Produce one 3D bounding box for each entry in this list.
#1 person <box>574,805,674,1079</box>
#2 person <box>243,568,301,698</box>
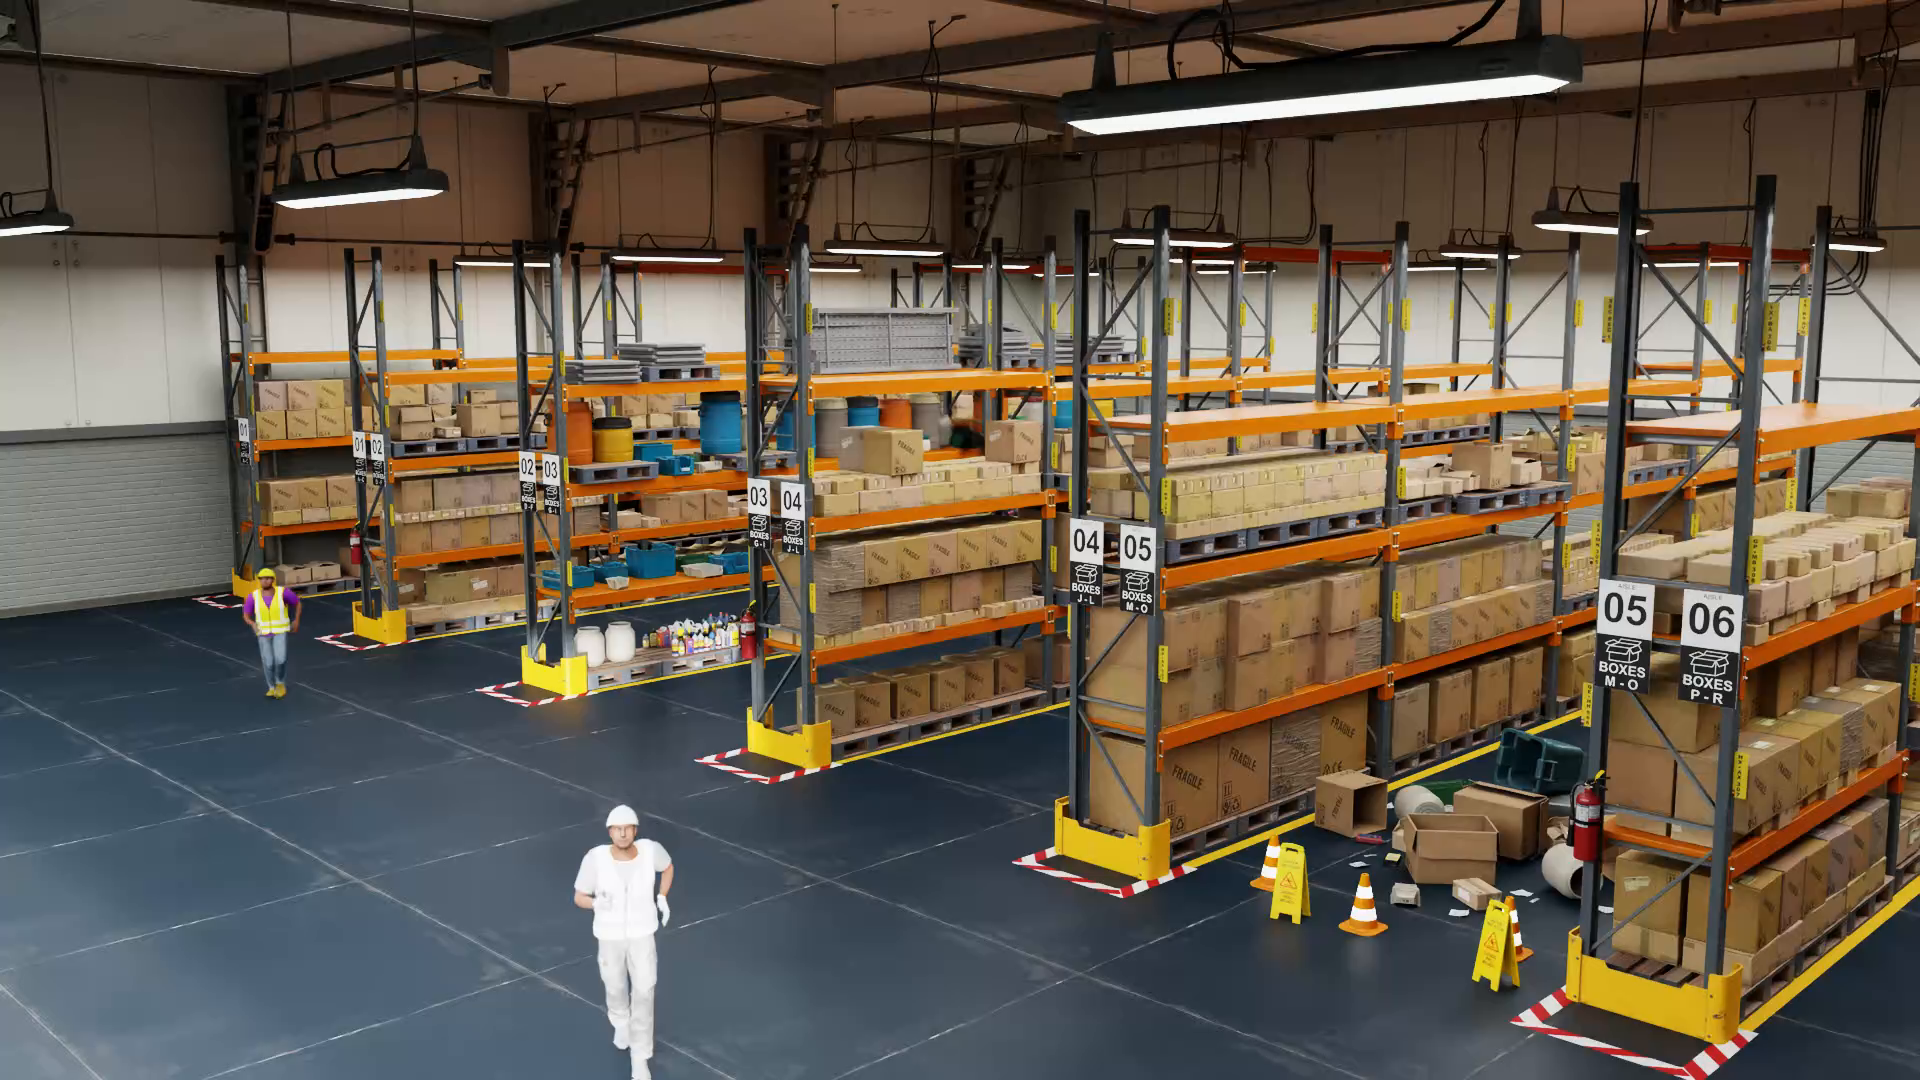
[{"bbox_3d":[-2.259,2.687,11.234,0.664,1.823,0.809,-2,8,-11],"label":"person"},{"bbox_3d":[-9.008,1.224,21.777,0.702,1.725,0.617,-2,8,-15],"label":"person"}]
